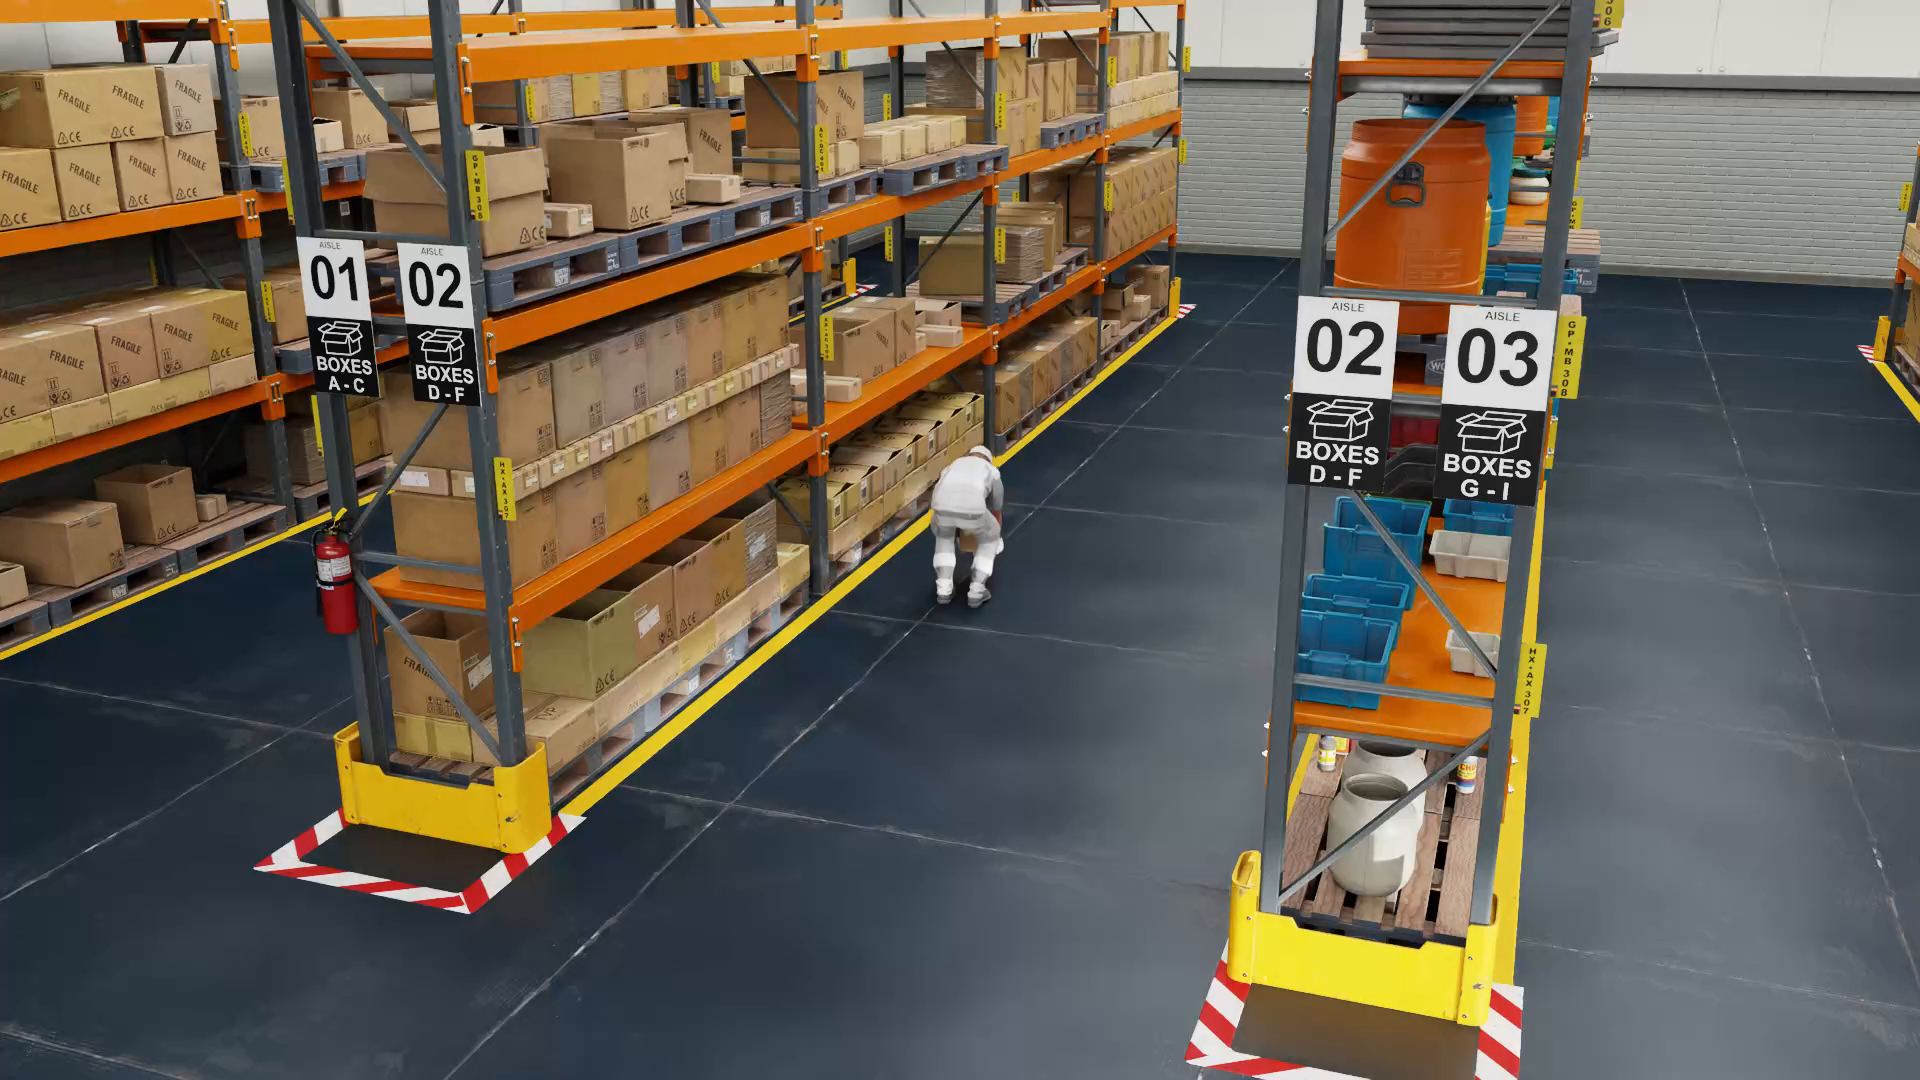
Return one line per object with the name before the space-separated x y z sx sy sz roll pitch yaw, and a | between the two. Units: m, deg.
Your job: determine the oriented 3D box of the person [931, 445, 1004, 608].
person | 0.068 -0.104 12.487 0.530 1.055 0.958 5 19 15
